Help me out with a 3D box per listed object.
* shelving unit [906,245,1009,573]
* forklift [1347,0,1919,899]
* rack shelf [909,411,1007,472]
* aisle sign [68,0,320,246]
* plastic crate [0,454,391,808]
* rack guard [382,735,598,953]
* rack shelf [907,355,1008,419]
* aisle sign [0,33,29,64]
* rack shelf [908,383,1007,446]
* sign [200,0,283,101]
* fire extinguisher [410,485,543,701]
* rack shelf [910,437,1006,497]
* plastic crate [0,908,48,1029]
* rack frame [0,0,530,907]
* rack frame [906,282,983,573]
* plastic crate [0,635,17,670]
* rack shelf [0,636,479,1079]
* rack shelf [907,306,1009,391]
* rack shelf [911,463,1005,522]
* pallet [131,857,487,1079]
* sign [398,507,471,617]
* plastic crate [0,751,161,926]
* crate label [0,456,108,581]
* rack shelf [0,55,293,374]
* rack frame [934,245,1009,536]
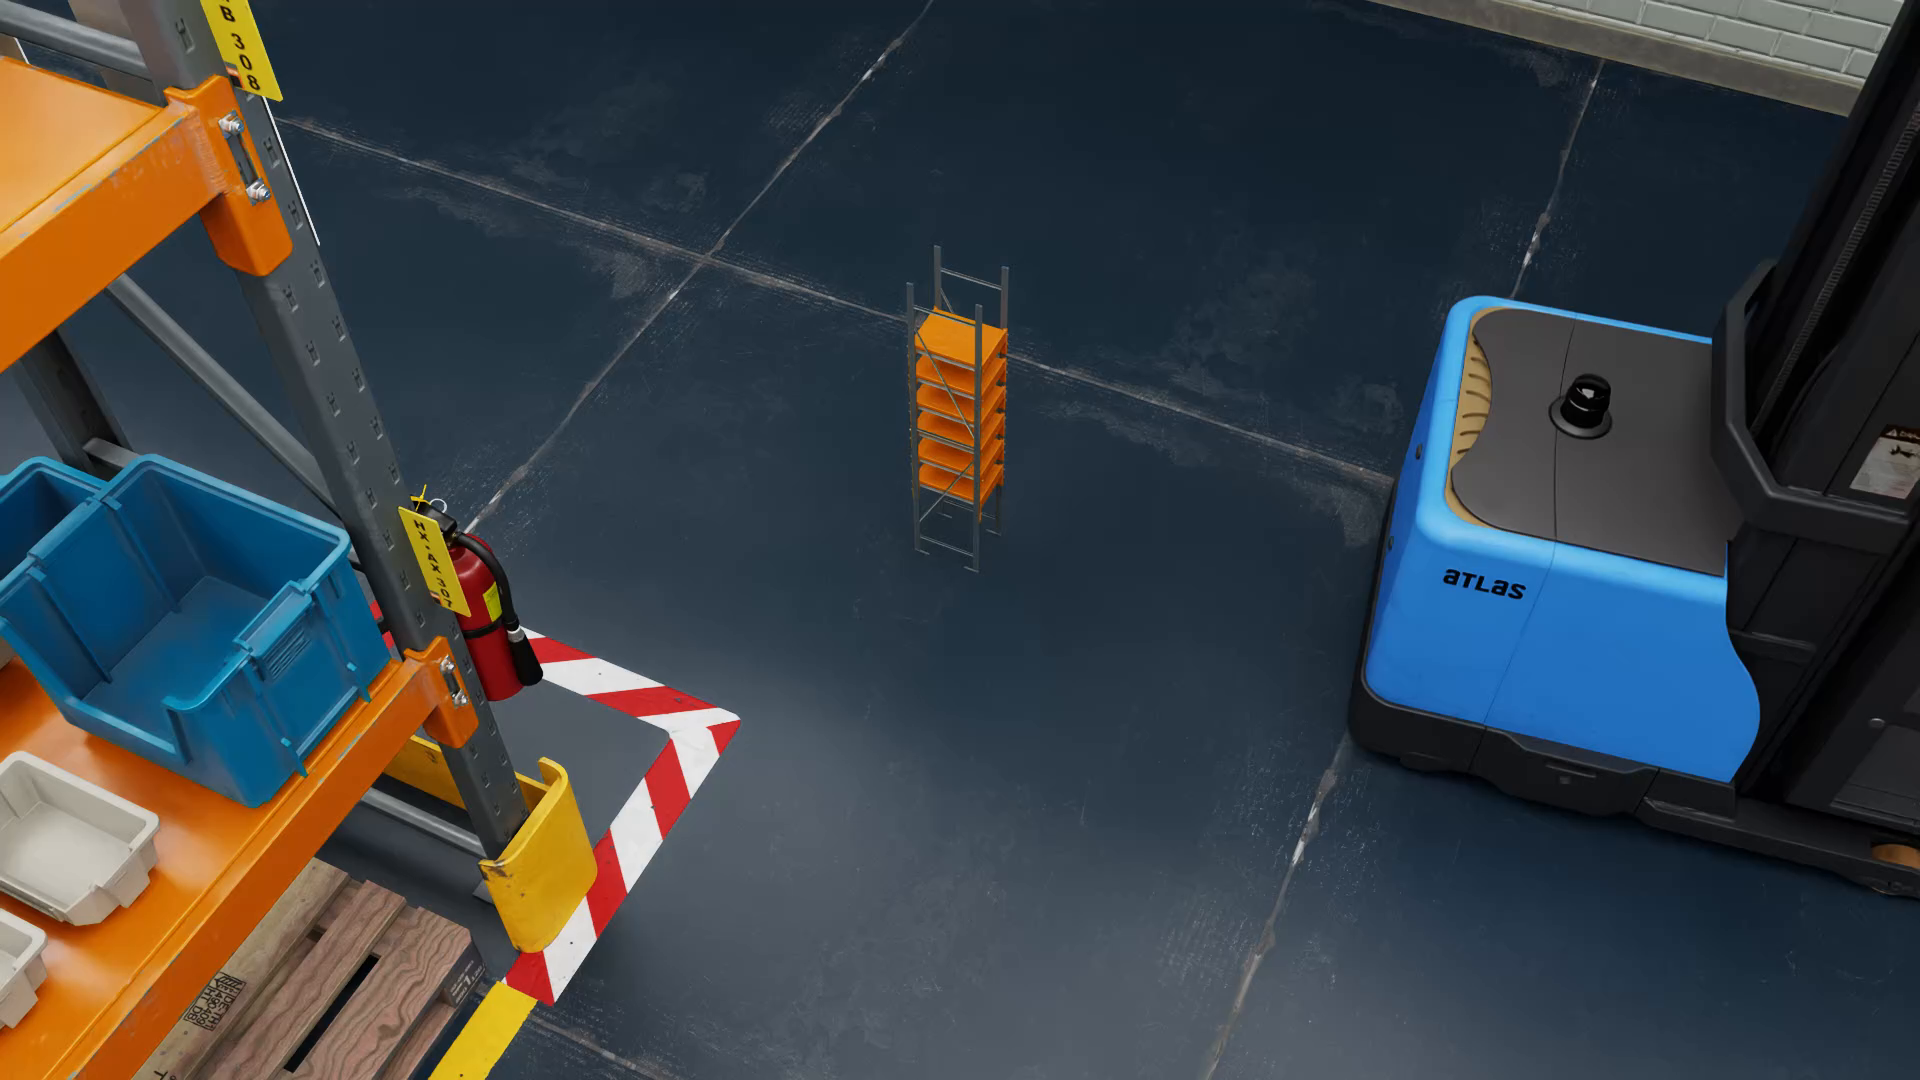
[{"bbox_3d":[-0.006,-0.379,5.285,0.258,1.200,0.189,20,52,16],"label":"shelving unit"},{"bbox_3d":[2.779,-0.325,4.102,3.031,2.935,1.130,13,51,11],"label":"forklift"},{"bbox_3d":[-0.006,-0.350,5.318,0.258,0.103,0.180,20,52,16],"label":"rack shelf"},{"bbox_3d":[-1.353,-0.860,2.805,0.394,0.787,0.004,20,52,16],"label":"aisle sign"},{"bbox_3d":[-1.623,0.197,3.550,0.616,0.435,0.499,20,52,16],"label":"plastic crate"},{"bbox_3d":[-1.650,0.726,4.804,1.175,0.500,0.348,20,52,16],"label":"rack guard"},{"bbox_3d":[-0.006,-0.506,5.136,0.258,0.103,0.180,20,52,16],"label":"rack shelf"},{"bbox_3d":[-1.887,-1.052,2.969,0.394,0.787,0.004,20,52,16],"label":"aisle sign"},{"bbox_3d":[-0.006,-0.428,5.227,0.258,0.103,0.180,20,52,16],"label":"rack shelf"},{"bbox_3d":[-1.145,-0.834,2.589,0.100,0.325,0.005,20,52,16],"label":"sign"},{"bbox_3d":[-1.174,0.126,3.969,0.296,0.674,0.183,20,52,16],"label":"fire extinguisher"},{"bbox_3d":[-0.006,-0.272,5.410,0.258,0.103,0.180,20,52,16],"label":"rack shelf"},{"bbox_3d":[-1.971,0.818,3.218,0.396,0.136,0.243,20,52,16],"label":"plastic crate"},{"bbox_3d":[-1.649,-0.063,3.834,1.000,3.000,0.127,20,52,16],"label":"rack frame"},{"bbox_3d":[-0.045,-0.316,5.231,0.240,1.200,0.006,20,52,16],"label":"rack frame"},{"bbox_3d":[-2.264,0.259,3.694,0.250,0.136,0.298,20,52,16],"label":"plastic crate"},{"bbox_3d":[-2.503,1.547,2.937,1.077,0.370,4.000,20,52,16],"label":"rack shelf"},{"bbox_3d":[-0.006,-0.583,5.044,0.258,0.103,0.180,20,52,16],"label":"rack shelf"},{"bbox_3d":[-0.006,-0.195,5.501,0.258,0.103,0.180,20,52,16],"label":"rack shelf"},{"bbox_3d":[-2.036,1.395,4.424,1.003,0.211,1.213,20,52,16],"label":"pallet"},{"bbox_3d":[-1.145,0.051,3.630,0.100,0.325,0.005,20,52,16],"label":"sign"},{"bbox_3d":[-1.834,0.623,3.384,0.396,0.136,0.243,20,52,16],"label":"plastic crate"},{"bbox_3d":[-2.052,0.034,3.822,0.416,0.233,0.303,20,52,16],"label":"crate label"},{"bbox_3d":[-2.503,0.575,1.794,1.077,0.370,4.000,20,52,16],"label":"rack shelf"},{"bbox_3d":[0.033,-0.442,5.338,0.240,1.200,0.006,20,52,16],"label":"rack frame"}]
